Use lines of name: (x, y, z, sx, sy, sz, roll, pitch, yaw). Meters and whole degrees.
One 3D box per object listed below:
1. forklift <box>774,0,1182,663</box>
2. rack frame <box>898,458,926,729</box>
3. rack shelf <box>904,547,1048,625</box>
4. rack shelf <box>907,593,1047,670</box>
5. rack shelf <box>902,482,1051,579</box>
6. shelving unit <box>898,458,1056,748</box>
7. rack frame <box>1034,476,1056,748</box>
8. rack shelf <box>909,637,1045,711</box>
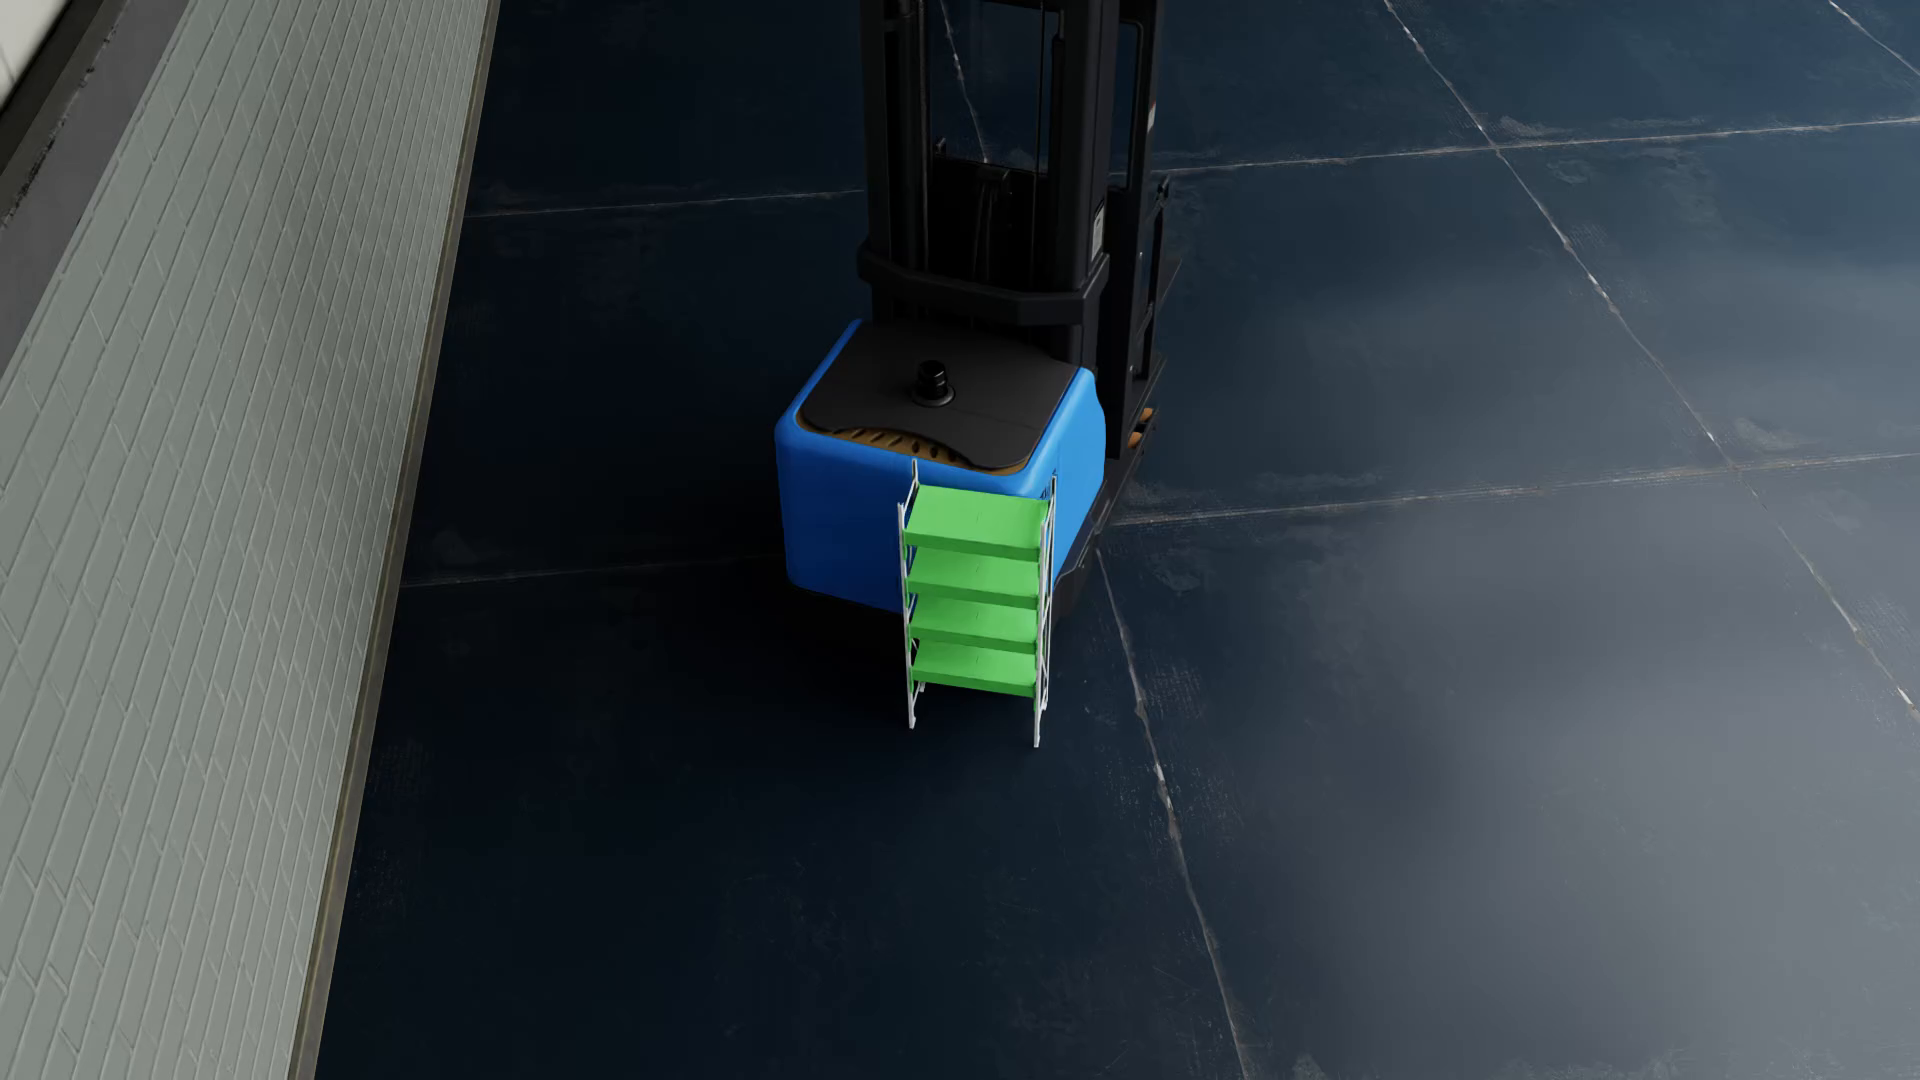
forklift: (0.288, -1.512, 6.738, 1.130, 2.935, 3.031, 14, 44, 15)
rack frame: (-0.173, 0.225, 6.094, 0.015, 1.200, 0.240, 8, 46, 8)
rack shelf: (0.065, 0.133, 5.934, 0.480, 0.148, 0.258, 8, 46, 8)
rack shelf: (0.067, 0.302, 6.104, 0.480, 0.148, 0.258, 8, 46, 8)
rack shelf: (0.062, -0.036, 5.764, 0.480, 0.148, 0.258, 8, 46, 8)
shelving unit: (0.067, 0.257, 6.059, 0.503, 1.200, 0.258, 8, 46, 8)
rack frame: (0.306, 0.288, 6.024, 0.015, 1.200, 0.240, 8, 46, 8)
rack shelf: (0.070, 0.471, 6.275, 0.480, 0.148, 0.258, 8, 46, 8)
